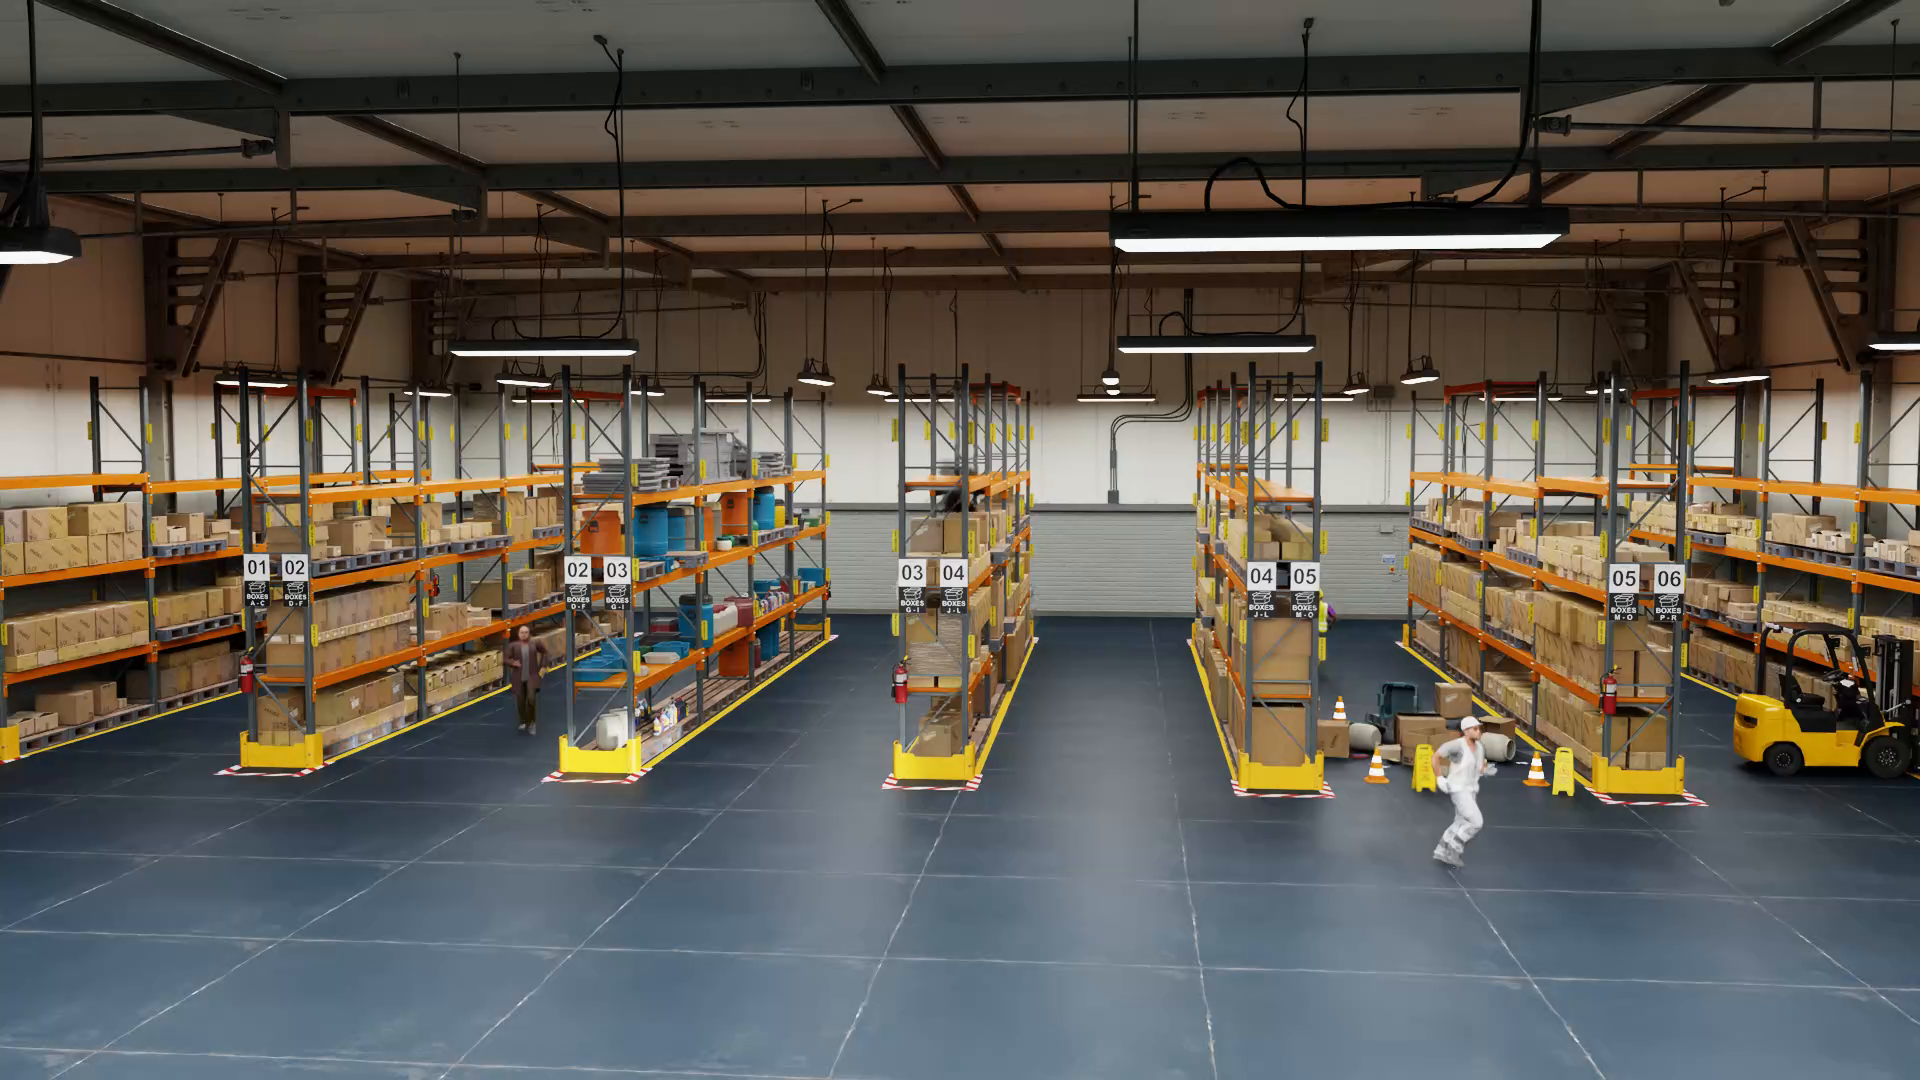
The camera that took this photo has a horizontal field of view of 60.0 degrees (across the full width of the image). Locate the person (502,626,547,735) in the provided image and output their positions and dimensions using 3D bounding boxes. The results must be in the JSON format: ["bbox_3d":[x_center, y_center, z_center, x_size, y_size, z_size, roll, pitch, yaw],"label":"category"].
[{"bbox_3d":[-7.240,2.449,27.677,0.699,1.637,0.812,-1,4,-10],"label":"person"}]

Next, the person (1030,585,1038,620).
[{"bbox_3d":[1.583,1.563,40.875,0.592,1.644,0.638,2,4,24],"label":"person"}]

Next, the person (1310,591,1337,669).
[{"bbox_3d":[7.446,1.901,34.674,0.714,1.746,0.914,0,4,-3],"label":"person"}]

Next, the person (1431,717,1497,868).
[{"bbox_3d":[5.784,2.890,19.060,0.647,1.750,0.735,-3,5,-40],"label":"person"}]
